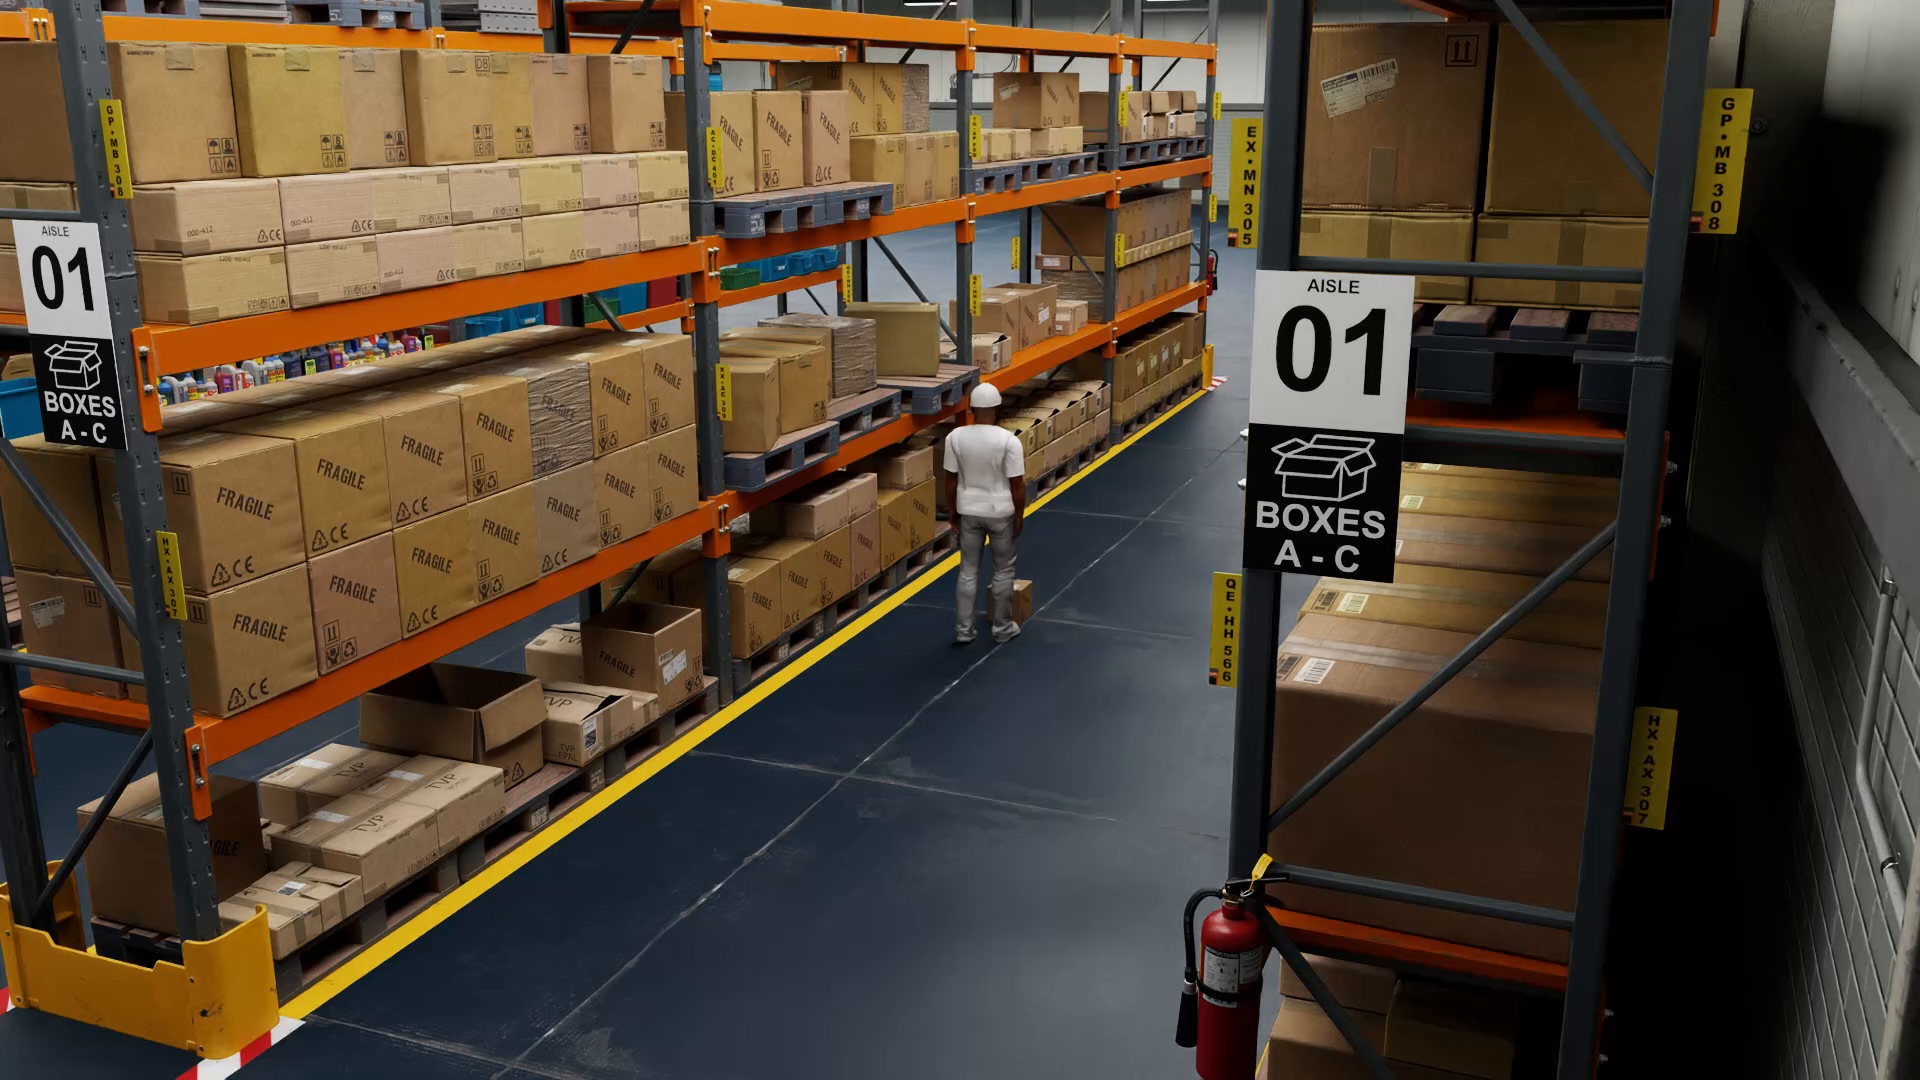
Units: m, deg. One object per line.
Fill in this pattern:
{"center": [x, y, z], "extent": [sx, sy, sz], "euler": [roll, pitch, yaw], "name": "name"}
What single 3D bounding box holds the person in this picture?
{"center": [0.181, -0.171, 11.152], "extent": [0.564, 1.789, 0.418], "euler": [6, 16, 21], "name": "person"}
